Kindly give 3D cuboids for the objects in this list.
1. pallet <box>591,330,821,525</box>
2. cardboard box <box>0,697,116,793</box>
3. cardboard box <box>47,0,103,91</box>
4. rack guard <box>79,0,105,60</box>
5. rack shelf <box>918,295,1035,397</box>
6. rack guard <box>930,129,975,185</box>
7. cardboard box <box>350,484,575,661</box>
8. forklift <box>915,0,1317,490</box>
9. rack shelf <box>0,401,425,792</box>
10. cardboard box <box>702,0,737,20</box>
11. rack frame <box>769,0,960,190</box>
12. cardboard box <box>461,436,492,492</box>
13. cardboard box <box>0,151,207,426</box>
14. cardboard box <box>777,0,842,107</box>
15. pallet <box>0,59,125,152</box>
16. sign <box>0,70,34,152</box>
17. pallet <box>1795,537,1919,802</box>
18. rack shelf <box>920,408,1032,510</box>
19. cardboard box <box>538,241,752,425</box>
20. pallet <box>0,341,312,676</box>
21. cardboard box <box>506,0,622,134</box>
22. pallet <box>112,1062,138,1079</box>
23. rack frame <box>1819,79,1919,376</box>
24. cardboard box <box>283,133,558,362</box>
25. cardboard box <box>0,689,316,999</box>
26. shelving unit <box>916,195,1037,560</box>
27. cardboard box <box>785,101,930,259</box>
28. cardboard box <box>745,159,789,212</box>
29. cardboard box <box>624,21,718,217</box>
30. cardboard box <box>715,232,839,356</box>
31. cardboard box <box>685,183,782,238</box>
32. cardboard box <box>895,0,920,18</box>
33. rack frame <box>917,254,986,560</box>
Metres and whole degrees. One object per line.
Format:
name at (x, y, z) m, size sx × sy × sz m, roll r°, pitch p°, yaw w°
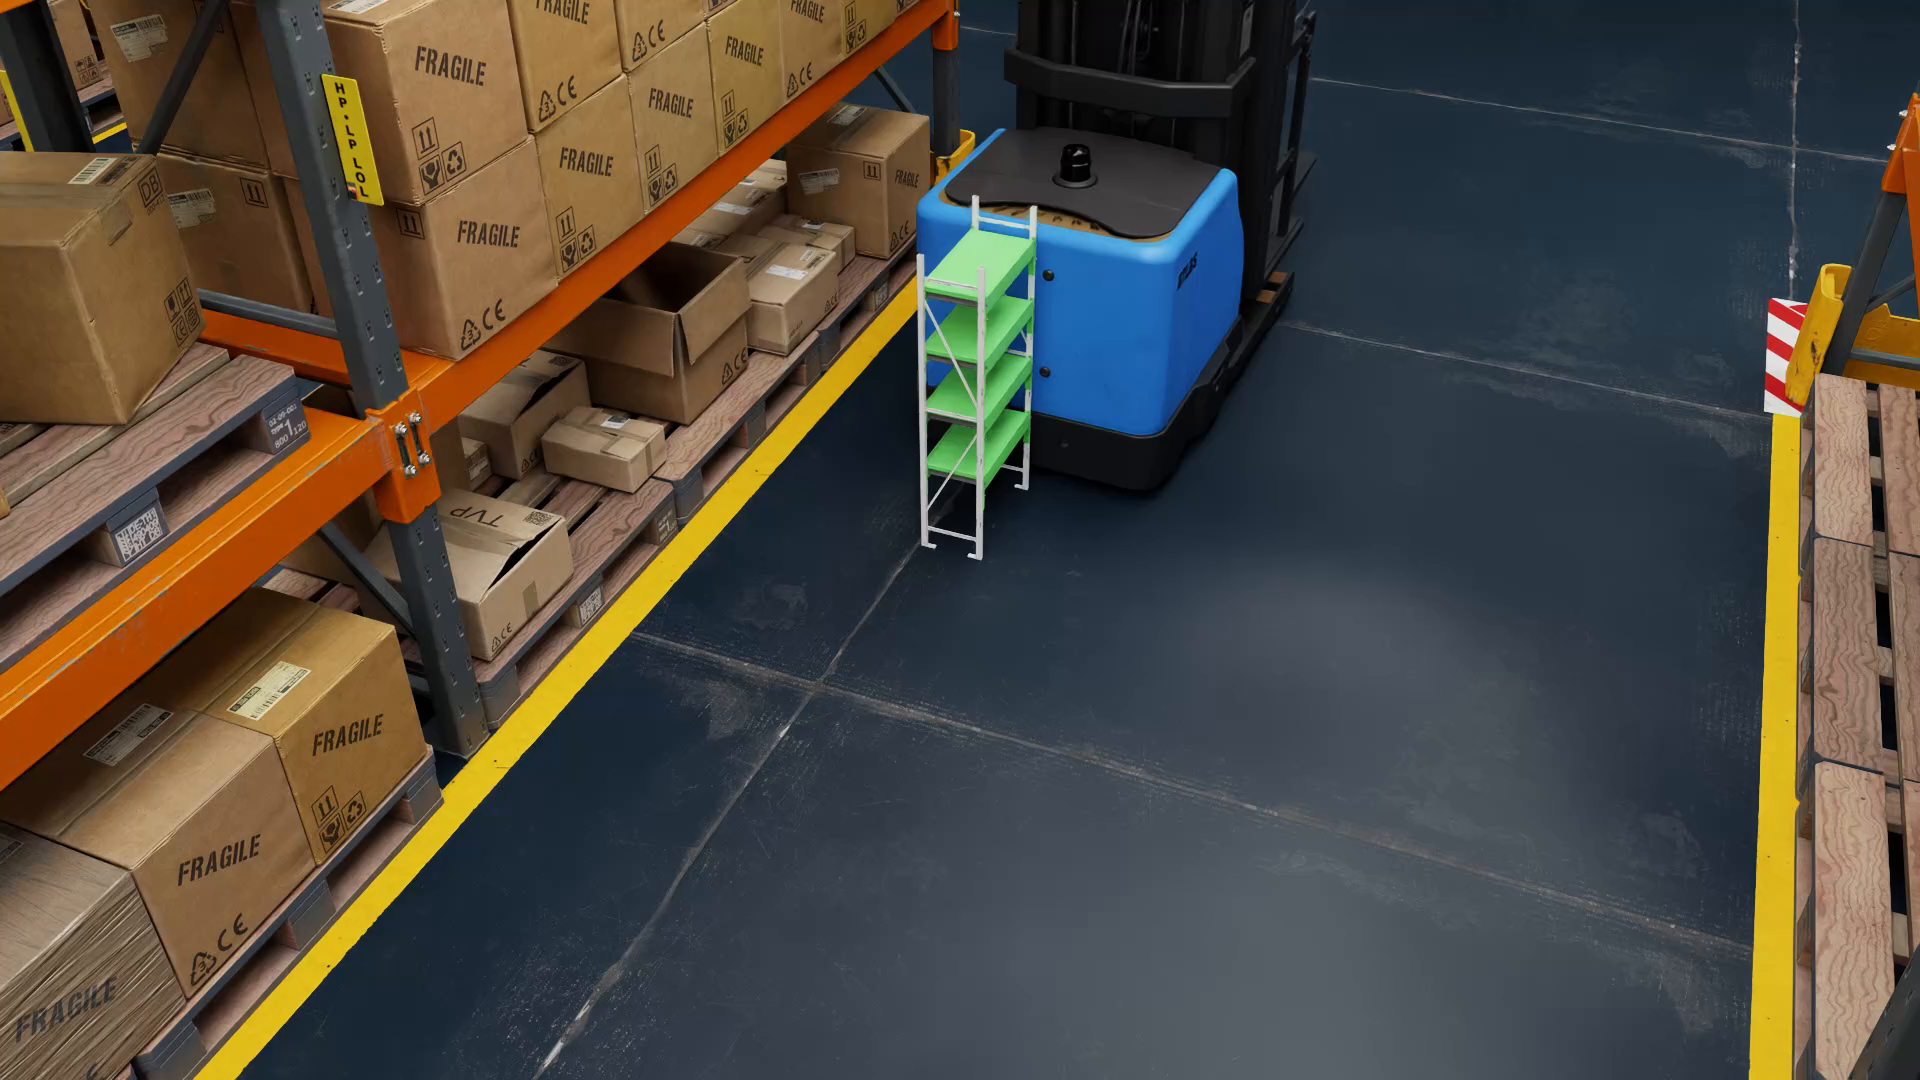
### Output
pallet at (-1.282, -0.582, 6.853) m, size 1.003 × 0.211 × 1.213 m, roll 14°, pitch 39°, yaw 18°
cardboard box at (-2.609, 0.694, 4.536) m, size 0.500 × 0.500 × 0.500 m, roll 14°, pitch 39°, yaw 18°
cardboard box at (-5.241, -2.739, 9.146) m, size 0.700 × 0.500 × 0.500 m, roll 14°, pitch 39°, yaw 18°
rack guard at (-5.058, -2.994, 9.838) m, size 1.175 × 0.500 × 0.348 m, roll 14°, pitch 39°, yaw 18°
rack shelf at (0.063, -0.713, 5.908) m, size 0.258 × 0.148 × 0.480 m, roll 14°, pitch 39°, yaw 18°
rack guard at (-0.514, -1.813, 8.257) m, size 1.175 × 0.500 × 0.348 m, roll 14°, pitch 39°, yaw 18°
cardboard box at (-1.647, 0.076, 5.521) m, size 0.500 × 0.311 × 0.500 m, roll 14°, pitch 39°, yaw 18°
forklift at (0.893, -2.241, 6.800) m, size 1.130 × 2.935 × 3.031 m, roll 15°, pitch 39°, yaw 19°
rack shelf at (-2.768, 0.754, 3.336) m, size 1.077 × 0.370 × 4.000 m, roll 14°, pitch 39°, yaw 18°
cardboard box at (-0.979, -2.135, 5.682) m, size 0.500 × 0.500 × 0.500 m, roll 15°, pitch 39°, yaw 19°
rack frame at (-0.485, -2.856, 7.565) m, size 1.000 × 3.000 × 0.127 m, roll 14°, pitch 39°, yaw 18°
cardboard box at (-1.965, -0.277, 6.129) m, size 0.380 × 0.149 × 0.250 m, roll 14°, pitch 39°, yaw 18°
cardboard box at (-2.394, -0.638, 4.164) m, size 0.700 × 0.500 × 0.500 m, roll 2°, pitch 37°, yaw 2°
cardboard box at (-0.792, -2.023, 6.367) m, size 0.500 × 0.500 × 0.500 m, roll 14°, pitch 39°, yaw 18°
pallet at (-5.299, -2.405, 9.291) m, size 1.003 × 0.211 × 1.213 m, roll 14°, pitch 39°, yaw 18°
sign at (-2.511, -1.107, 4.503) m, size 0.100 × 0.325 × 0.005 m, roll 14°, pitch 39°, yaw 18°
pallet at (3.279, 0.512, 5.388) m, size 1.003 × 0.211 × 1.213 m, roll 14°, pitch 39°, yaw 18°
rack shelf at (0.063, -0.329, 6.195) m, size 0.258 × 0.148 × 0.480 m, roll 14°, pitch 39°, yaw 18°
cardboard box at (-1.296, -0.859, 6.611) m, size 0.797 × 0.503 × 0.637 m, roll 14°, pitch 39°, yaw 18°
pallet at (-2.412, -0.147, 4.101) m, size 1.003 × 0.211 × 1.213 m, roll 14°, pitch 39°, yaw 18°
cardboard box at (-1.371, -1.564, 4.919) m, size 0.500 × 0.500 × 0.500 m, roll 13°, pitch 39°, yaw 16°
pallet at (-2.744, 1.613, 3.916) m, size 1.003 × 0.211 × 1.213 m, roll 14°, pitch 39°, yaw 18°
rack frame at (4.095, -1.725, 6.053) m, size 1.000 × 3.000 × 0.127 m, roll 14°, pitch 39°, yaw 18°
cardboard box at (-1.561, -0.901, 4.867) m, size 0.500 × 0.500 × 0.500 m, roll 15°, pitch 39°, yaw 19°
cardboard box at (-2.125, 0.794, 4.403) m, size 0.500 × 0.500 × 0.500 m, roll 14°, pitch 39°, yaw 18°
shelving unit at (0.063, -0.572, 6.013) m, size 0.258 × 1.200 × 0.503 m, roll 14°, pitch 39°, yaw 18°
cardboard box at (-0.464, -1.674, 7.704) m, size 0.500 × 0.500 × 0.500 m, roll 14°, pitch 39°, yaw 18°
cardboard box at (-0.962, -1.737, 8.082) m, size 0.380 × 0.149 × 0.250 m, roll 14°, pitch 39°, yaw 18°
cardboard box at (-1.176, -1.462, 5.617) m, size 0.500 × 0.500 × 0.500 m, roll 14°, pitch 39°, yaw 18°
cardboard box at (-0.853, -1.054, 7.084) m, size 0.500 × 0.250 × 0.500 m, roll 14°, pitch 39°, yaw 18°
cardboard box at (-1.144, -1.417, 7.570) m, size 0.500 × 0.250 × 0.500 m, roll 14°, pitch 39°, yaw 18°
cardboard box at (-0.403, -2.586, 7.121) m, size 0.500 × 0.500 × 0.500 m, roll 15°, pitch 39°, yaw 19°
rack frame at (-0.030, -0.437, 5.833) m, size 0.240 × 1.200 × 0.015 m, roll 14°, pitch 39°, yaw 18°
